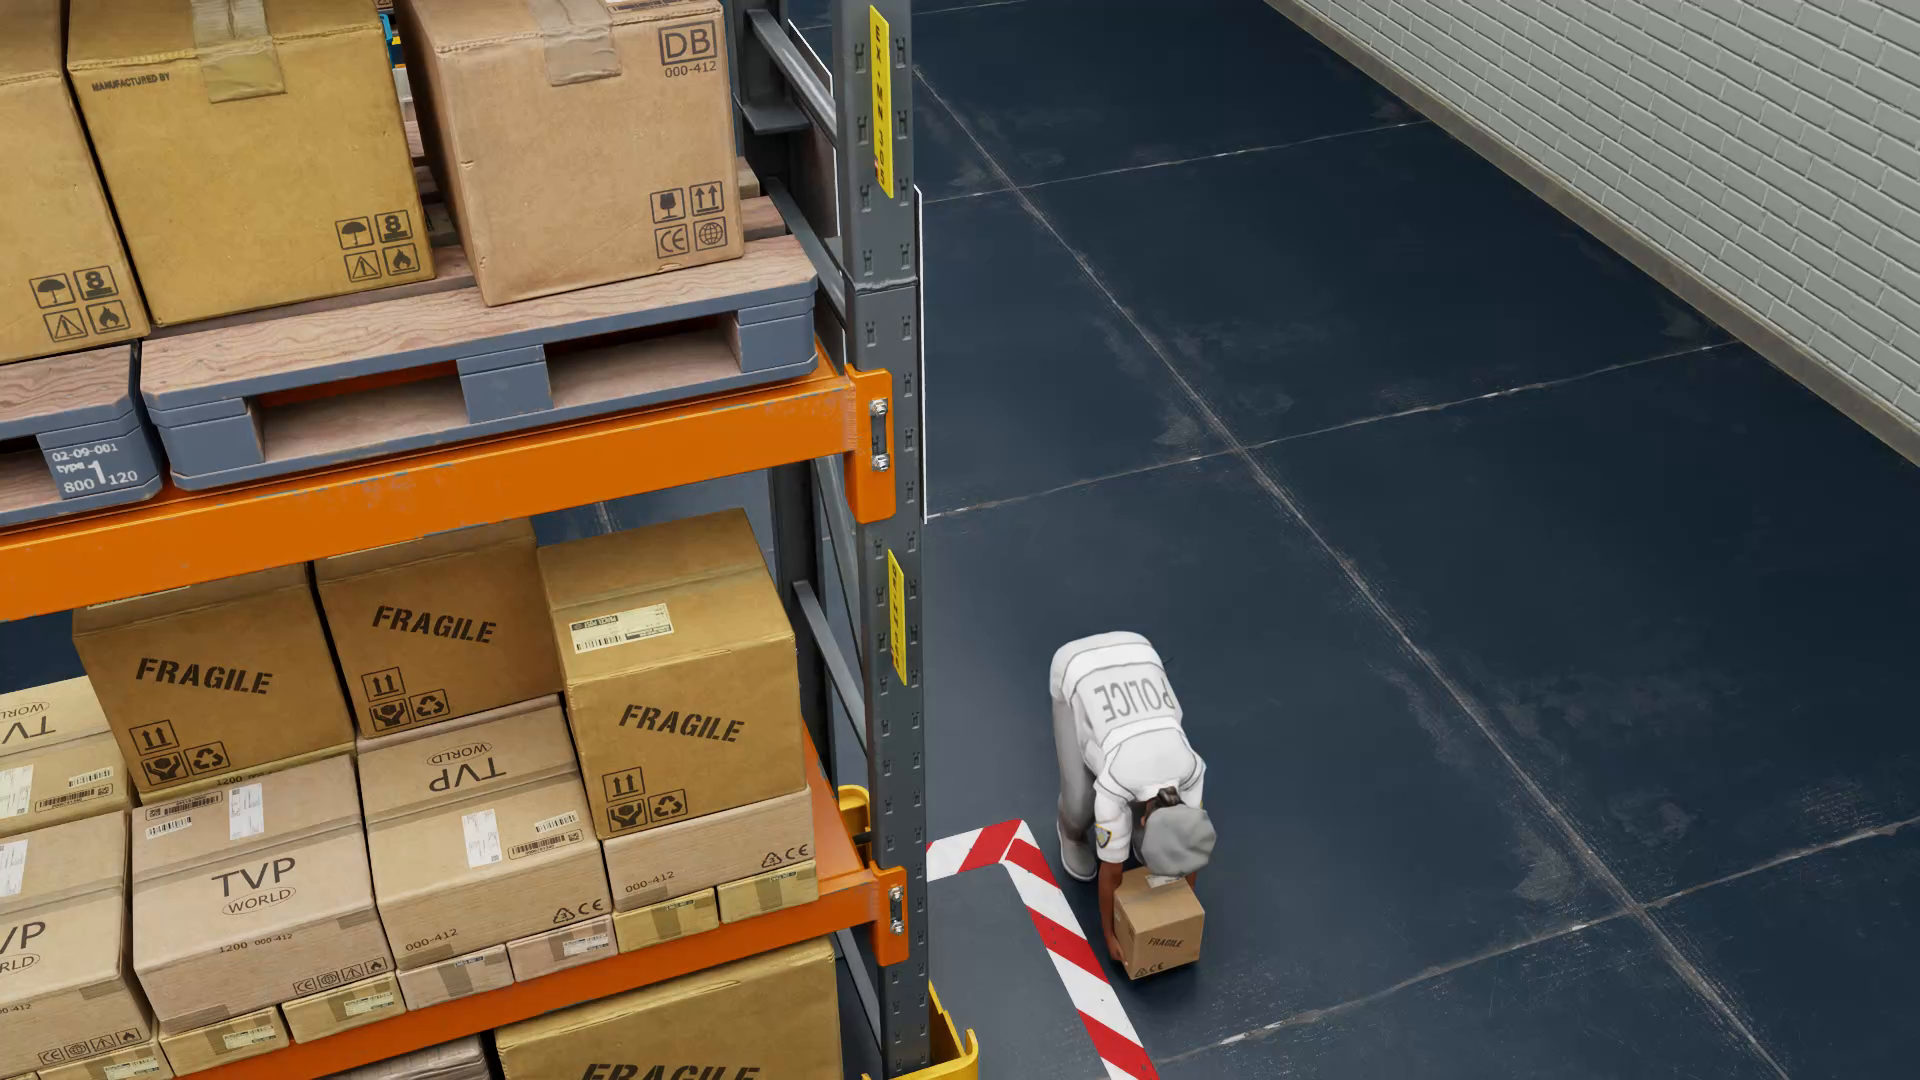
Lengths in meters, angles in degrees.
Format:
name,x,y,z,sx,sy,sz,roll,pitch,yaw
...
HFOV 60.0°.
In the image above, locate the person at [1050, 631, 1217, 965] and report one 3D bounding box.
name,x,y,z,sx,sy,sz,roll,pitch,yaw
person,0.587,0.864,5.660,0.465,0.907,0.904,-10,39,-12
